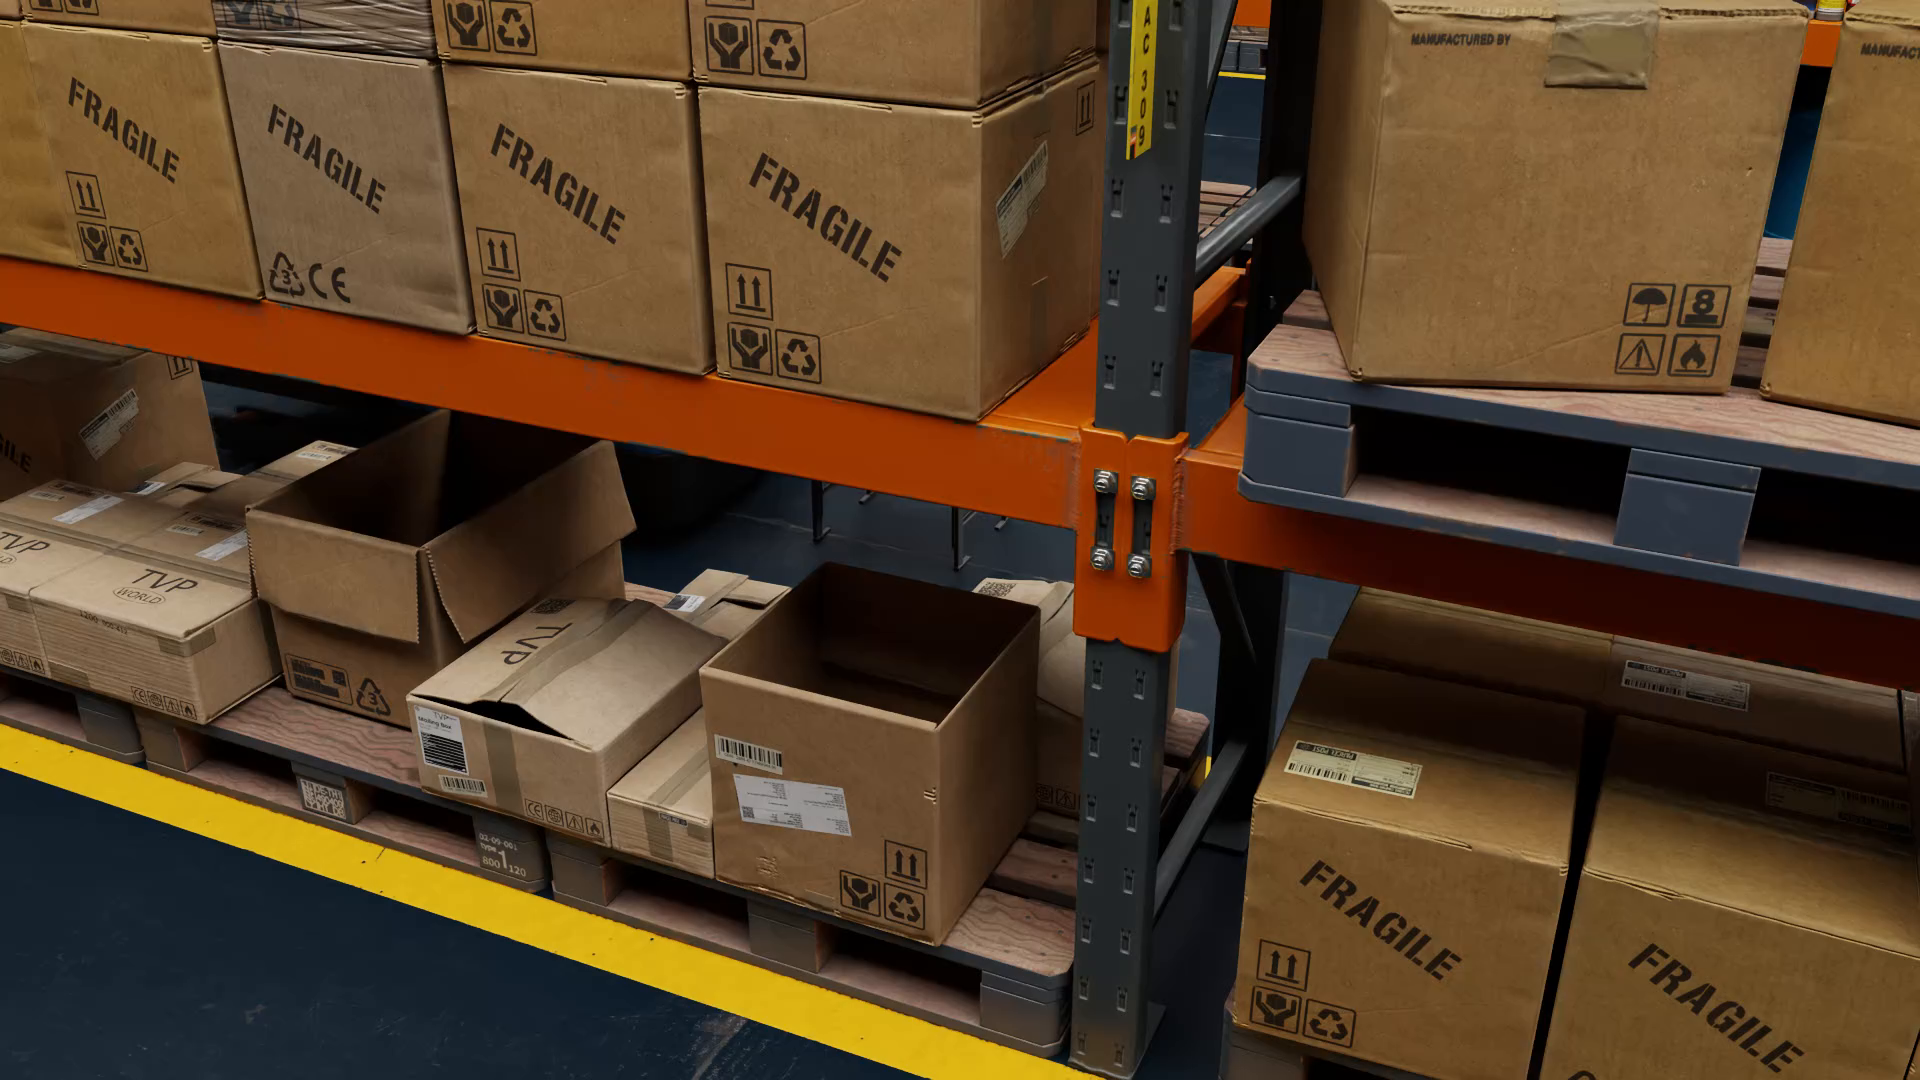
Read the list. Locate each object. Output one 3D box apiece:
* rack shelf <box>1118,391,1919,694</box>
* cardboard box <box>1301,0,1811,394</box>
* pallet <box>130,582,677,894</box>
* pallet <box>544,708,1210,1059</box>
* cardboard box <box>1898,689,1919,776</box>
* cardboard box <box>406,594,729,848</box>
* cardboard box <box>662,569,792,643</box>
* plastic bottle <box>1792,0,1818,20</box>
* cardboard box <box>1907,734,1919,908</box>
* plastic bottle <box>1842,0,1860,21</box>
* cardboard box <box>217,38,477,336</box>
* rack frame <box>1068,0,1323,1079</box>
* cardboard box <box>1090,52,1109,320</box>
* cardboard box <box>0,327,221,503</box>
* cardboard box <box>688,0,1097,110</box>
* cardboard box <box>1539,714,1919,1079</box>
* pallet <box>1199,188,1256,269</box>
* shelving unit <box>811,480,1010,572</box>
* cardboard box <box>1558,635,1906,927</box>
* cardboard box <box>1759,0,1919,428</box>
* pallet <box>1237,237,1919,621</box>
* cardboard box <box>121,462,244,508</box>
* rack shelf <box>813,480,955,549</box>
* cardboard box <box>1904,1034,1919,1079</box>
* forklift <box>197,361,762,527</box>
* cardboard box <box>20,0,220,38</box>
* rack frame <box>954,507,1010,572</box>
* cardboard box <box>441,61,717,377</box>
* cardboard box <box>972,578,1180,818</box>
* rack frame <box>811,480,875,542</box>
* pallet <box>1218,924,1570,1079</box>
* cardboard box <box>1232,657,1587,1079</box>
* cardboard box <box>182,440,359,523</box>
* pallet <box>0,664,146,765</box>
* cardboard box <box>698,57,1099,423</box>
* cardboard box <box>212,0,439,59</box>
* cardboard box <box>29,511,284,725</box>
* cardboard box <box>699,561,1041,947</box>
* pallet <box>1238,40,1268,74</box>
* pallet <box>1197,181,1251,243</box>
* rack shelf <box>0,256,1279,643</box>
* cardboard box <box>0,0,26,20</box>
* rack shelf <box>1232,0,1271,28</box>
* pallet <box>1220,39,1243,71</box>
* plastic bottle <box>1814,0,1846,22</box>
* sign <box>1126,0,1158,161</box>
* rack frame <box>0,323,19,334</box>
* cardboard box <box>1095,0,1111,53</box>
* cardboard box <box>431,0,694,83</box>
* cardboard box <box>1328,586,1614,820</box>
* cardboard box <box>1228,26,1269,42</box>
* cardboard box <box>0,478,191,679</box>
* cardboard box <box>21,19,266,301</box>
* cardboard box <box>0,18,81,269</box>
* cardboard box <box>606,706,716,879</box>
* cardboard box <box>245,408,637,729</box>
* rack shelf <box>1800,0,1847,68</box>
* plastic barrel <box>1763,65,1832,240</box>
[{"bbox_3d":[2.292,0.165,2.333,4.000,0.370,1.077,11,28,22],"label":"rack shelf"},{"bbox_3d":[0.810,-0.580,2.444,0.500,0.500,0.700,2,26,4],"label":"cardboard box"},{"bbox_3d":[-1.268,0.379,4.241,1.213,0.211,1.003,11,28,22],"label":"pallet"},{"bbox_3d":[-0.153,0.602,3.789,1.213,0.211,1.003,11,28,22],"label":"pallet"},{"bbox_3d":[1.942,0.561,3.046,0.500,0.500,0.500,12,29,22],"label":"cardboard box"},{"bbox_3d":[-0.847,0.358,3.672,0.500,0.311,0.500,11,28,22],"label":"cardboard box"},{"bbox_3d":[-0.613,0.232,4.092,0.250,0.166,0.380,11,28,22],"label":"cardboard box"},{"bbox_3d":[3.216,-2.120,6.305,0.097,0.271,0.097,0,26,0],"label":"plastic bottle"},{"bbox_3d":[1.721,0.433,2.457,0.500,0.250,0.500,11,28,22],"label":"cardboard box"},{"bbox_3d":[3.393,-2.053,6.248,0.097,0.201,0.097,0,26,0],"label":"plastic bottle"},{"bbox_3d":[-1.028,-0.743,3.251,0.500,0.500,0.500,12,29,23],"label":"cardboard box"},{"bbox_3d":[0.471,-0.523,2.917,0.127,3.000,1.000,11,28,22],"label":"rack frame"},{"bbox_3d":[0.120,-0.771,3.307,0.500,0.500,0.500,12,29,23],"label":"cardboard box"},{"bbox_3d":[-2.573,-0.330,4.857,0.500,0.500,0.500,11,28,22],"label":"cardboard box"},{"bbox_3d":[-0.096,-1.005,2.651,0.500,0.500,0.500,12,28,22],"label":"cardboard box"},{"bbox_3d":[1.301,0.680,2.805,0.500,0.500,0.500,12,29,23],"label":"cardboard box"},{"bbox_3d":[1.840,-1.382,7.819,1.213,0.211,1.003,11,28,22],"label":"pallet"},{"bbox_3d":[-0.151,-0.972,4.848,0.503,2.100,0.431,11,28,22],"label":"shelving unit"},{"bbox_3d":[1.486,0.469,3.233,0.500,0.500,0.500,11,28,22],"label":"cardboard box"},{"bbox_3d":[1.462,-0.480,2.240,0.500,0.500,0.700,16,31,30],"label":"cardboard box"},{"bbox_3d":[1.154,-0.247,2.574,1.213,0.211,1.003,11,28,22],"label":"pallet"},{"bbox_3d":[-2.242,-0.070,4.707,0.250,0.166,0.380,11,28,22],"label":"cardboard box"},{"bbox_3d":[-0.151,-0.332,5.163,0.480,0.518,0.431,11,28,22],"label":"rack shelf"},{"bbox_3d":[1.753,0.774,2.613,0.500,0.500,0.500,12,29,22],"label":"cardboard box"},{"bbox_3d":[-2.037,-1.762,5.510,3.031,2.935,1.130,11,28,22],"label":"forklift"},{"bbox_3d":[-1.480,-1.283,3.214,0.500,0.500,0.500,11,28,21],"label":"cardboard box"},{"bbox_3d":[0.071,-0.928,4.757,0.015,2.100,0.400,11,28,22],"label":"rack frame"},{"bbox_3d":[-0.560,-0.650,3.062,0.500,0.500,0.500,12,29,23],"label":"cardboard box"},{"bbox_3d":[0.179,0.322,3.747,0.500,0.311,0.500,11,28,22],"label":"cardboard box"},{"bbox_3d":[-0.373,-1.017,4.938,0.015,2.100,0.400,11,28,22],"label":"rack frame"},{"bbox_3d":[1.227,0.861,3.262,1.213,0.211,1.003,11,28,22],"label":"pallet"},{"bbox_3d":[0.811,0.587,2.994,0.500,0.500,0.500,10,28,19],"label":"cardboard box"},{"bbox_3d":[-1.721,-0.032,4.535,0.500,0.250,0.500,11,28,22],"label":"cardboard box"},{"bbox_3d":[-2.375,0.156,4.695,1.213,0.211,1.003,11,28,22],"label":"pallet"},{"bbox_3d":[-0.090,-0.557,2.871,0.500,0.500,0.500,12,29,23],"label":"cardboard box"},{"bbox_3d":[-1.022,-1.190,3.026,0.500,0.500,0.500,12,28,22],"label":"cardboard box"},{"bbox_3d":[-1.882,0.178,4.108,0.500,0.250,0.500,11,28,22],"label":"cardboard box"},{"bbox_3d":[-0.165,0.411,3.352,0.500,0.500,0.500,11,28,22],"label":"cardboard box"},{"bbox_3d":[2.801,-3.648,12.420,1.213,0.211,1.003,11,28,22],"label":"pallet"},{"bbox_3d":[0.725,-1.605,8.270,1.213,0.211,1.003,11,28,22],"label":"pallet"},{"bbox_3d":[-1.349,-0.566,3.819,4.000,0.370,1.077,11,28,22],"label":"rack shelf"},{"bbox_3d":[-1.943,-1.375,3.402,0.500,0.500,0.500,12,29,23],"label":"cardboard box"},{"bbox_3d":[0.705,-2.557,7.863,4.000,0.370,1.077,11,28,22],"label":"rack shelf"},{"bbox_3d":[1.694,-3.872,12.875,1.213,0.211,1.003,11,28,22],"label":"pallet"},{"bbox_3d":[3.305,-2.071,6.285,0.097,0.201,0.097,0,26,0],"label":"plastic bottle"},{"bbox_3d":[0.254,-0.692,2.280,0.005,0.325,0.100,11,28,22],"label":"sign"},{"bbox_3d":[-3.170,-1.255,4.403,0.127,3.000,1.000,11,28,22],"label":"rack frame"},{"bbox_3d":[0.159,-1.216,3.079,0.500,0.500,0.500,12,29,23],"label":"cardboard box"},{"bbox_3d":[-0.564,-1.098,2.839,0.500,0.500,0.500,11,28,21],"label":"cardboard box"},{"bbox_3d":[1.039,0.376,3.423,0.500,0.500,0.500,11,28,22],"label":"cardboard box"},{"bbox_3d":[2.378,-4.221,12.358,0.875,0.875,0.875,11,28,22],"label":"cardboard box"},{"bbox_3d":[-2.337,0.086,4.294,0.500,0.250,0.500,11,28,22],"label":"cardboard box"},{"bbox_3d":[-1.493,-0.835,3.438,0.500,0.500,0.500,12,29,22],"label":"cardboard box"},{"bbox_3d":[-1.948,-0.927,3.625,0.500,0.500,0.500,11,28,22],"label":"cardboard box"},{"bbox_3d":[-0.531,0.524,3.520,0.250,0.149,0.380,11,28,22],"label":"cardboard box"},{"bbox_3d":[-1.241,0.058,4.065,0.637,0.503,0.797,11,28,22],"label":"cardboard box"},{"bbox_3d":[4.346,-1.826,6.377,4.000,0.370,1.077,11,28,22],"label":"rack shelf"},{"bbox_3d":[3.658,-1.526,6.853,0.708,0.901,0.600,11,28,22],"label":"plastic barrel"}]
